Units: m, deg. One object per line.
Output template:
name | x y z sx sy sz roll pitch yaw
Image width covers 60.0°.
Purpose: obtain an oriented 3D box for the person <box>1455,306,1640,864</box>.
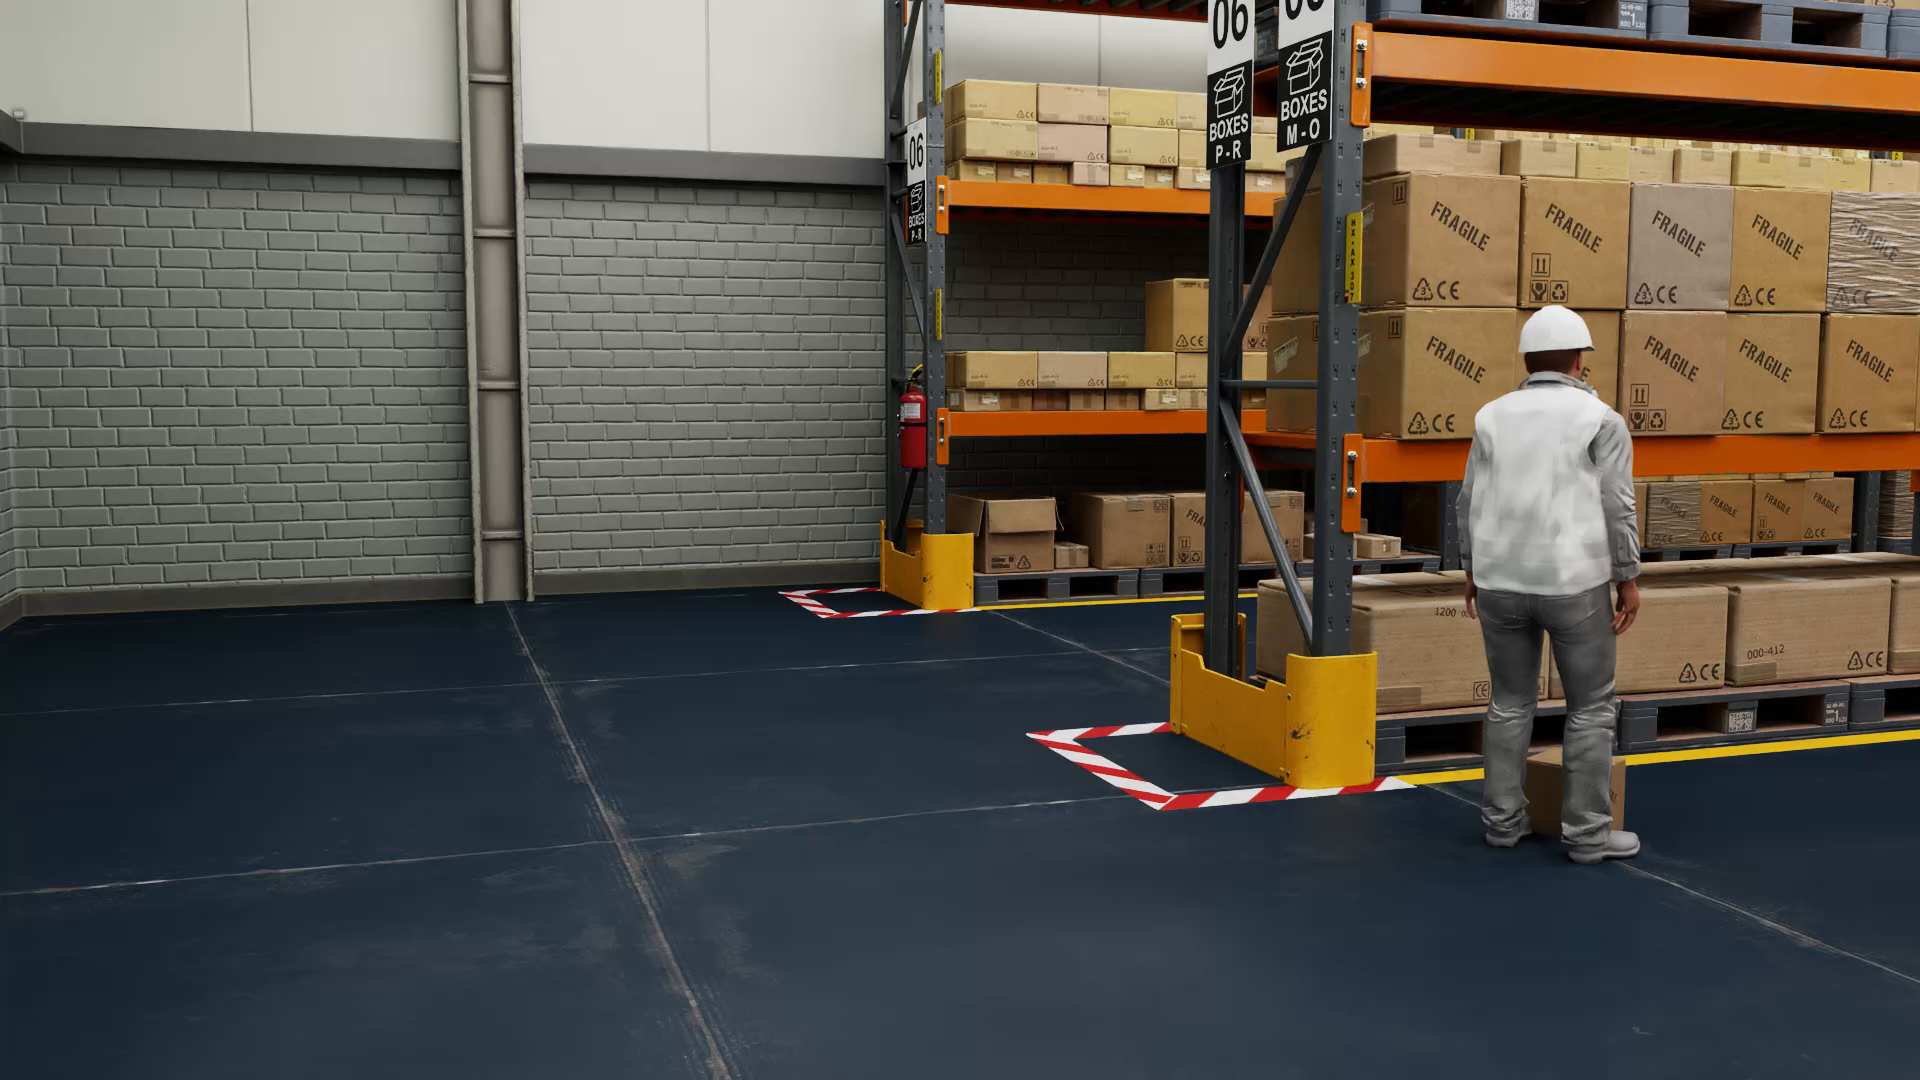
person | 1.906 0.131 5.397 0.584 1.767 0.463 5 8 41
